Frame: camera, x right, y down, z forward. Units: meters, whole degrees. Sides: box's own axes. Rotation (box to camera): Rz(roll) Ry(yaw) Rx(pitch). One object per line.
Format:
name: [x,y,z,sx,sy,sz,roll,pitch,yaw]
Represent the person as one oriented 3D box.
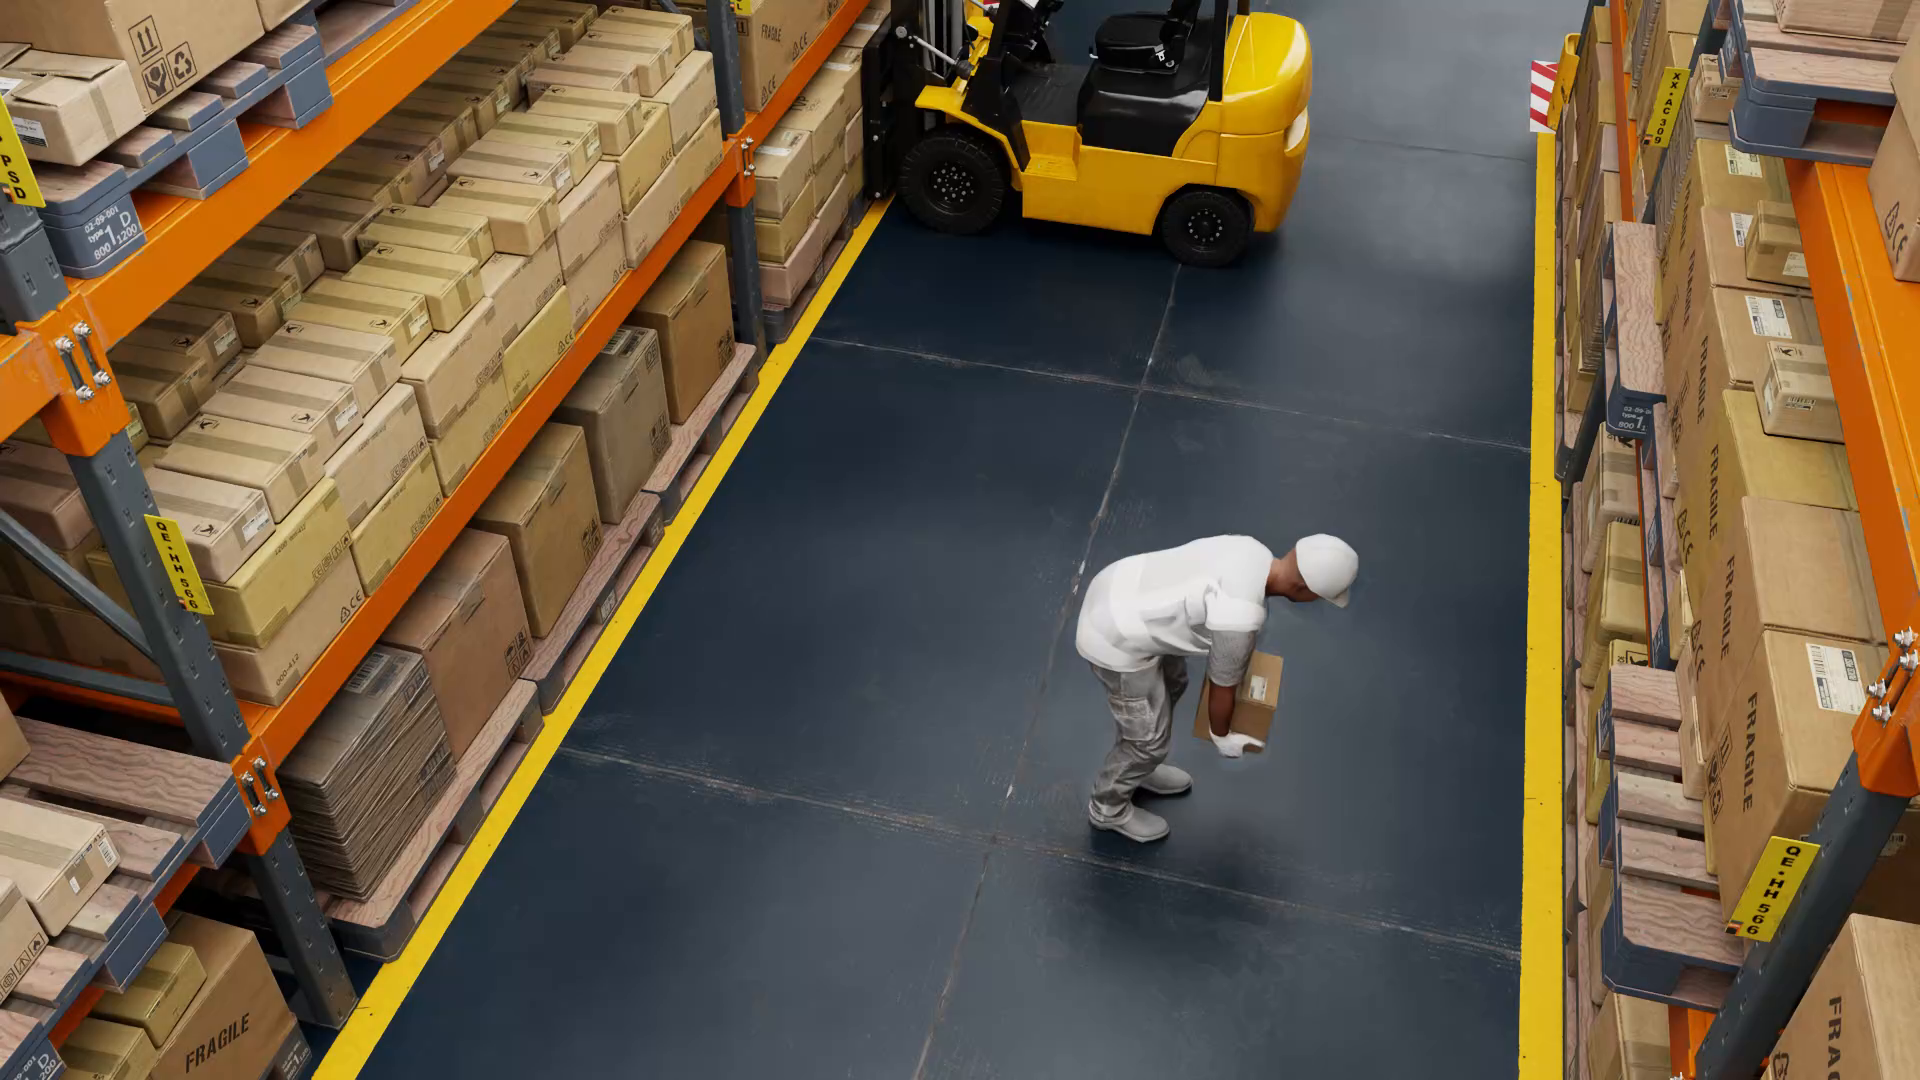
person: [0.854,0.487,5.864,0.902,1.404,0.484,9,41,10]
